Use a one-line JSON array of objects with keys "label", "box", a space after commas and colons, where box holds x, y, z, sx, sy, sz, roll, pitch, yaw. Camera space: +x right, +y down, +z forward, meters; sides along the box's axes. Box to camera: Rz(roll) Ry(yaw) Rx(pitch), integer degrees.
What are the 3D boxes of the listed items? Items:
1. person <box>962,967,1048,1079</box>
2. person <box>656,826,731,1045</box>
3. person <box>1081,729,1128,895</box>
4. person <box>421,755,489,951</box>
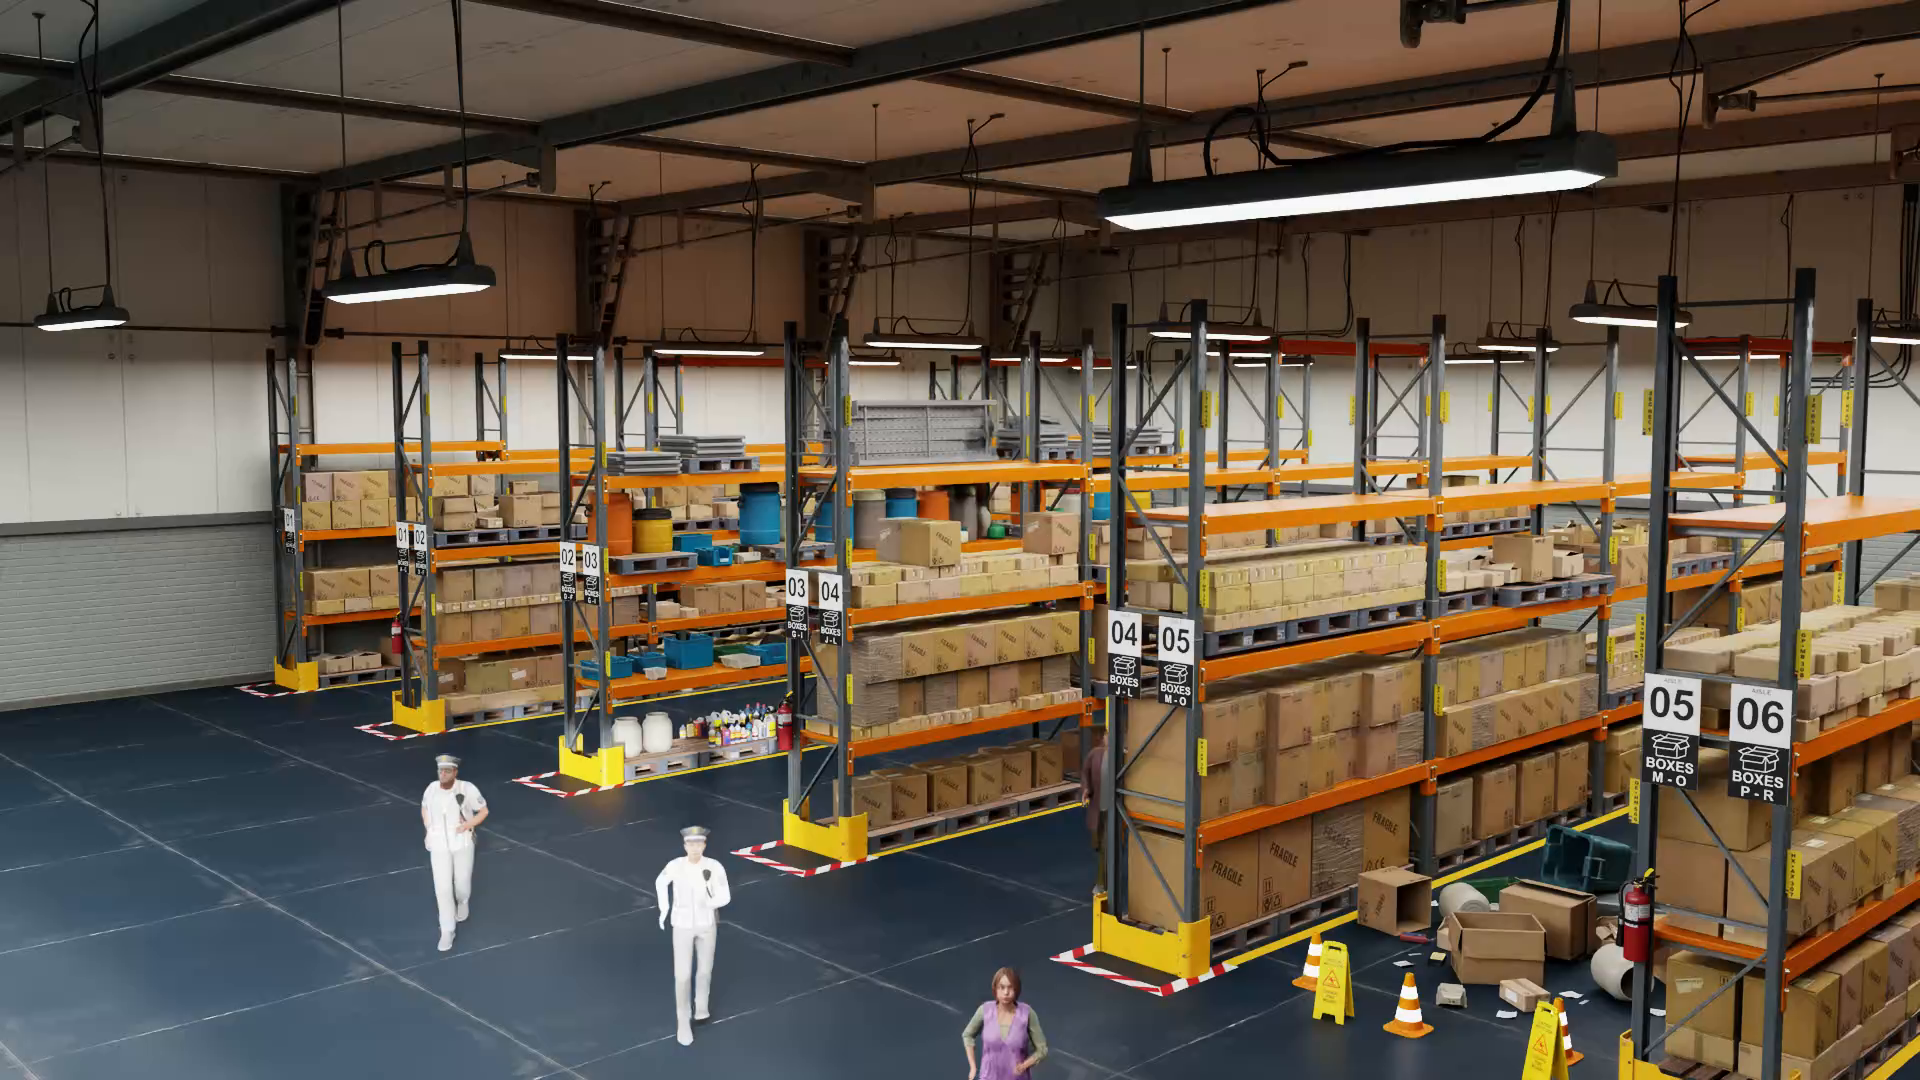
[{"label": "person", "box": [0.283, 3.473, 10.507, 0.547, 1.557, 0.822, 0, 5, 1]}, {"label": "person", "box": [-2.150, 3.164, 13.447, 0.580, 1.751, 0.720, -1, 5, -12]}, {"label": "person", "box": [1.575, 2.786, 17.369, 0.726, 1.745, 0.865, 2, 5, 25]}, {"label": "person", "box": [-4.829, 2.914, 15.877, 0.650, 1.797, 0.888, -1, 5, -7]}]
